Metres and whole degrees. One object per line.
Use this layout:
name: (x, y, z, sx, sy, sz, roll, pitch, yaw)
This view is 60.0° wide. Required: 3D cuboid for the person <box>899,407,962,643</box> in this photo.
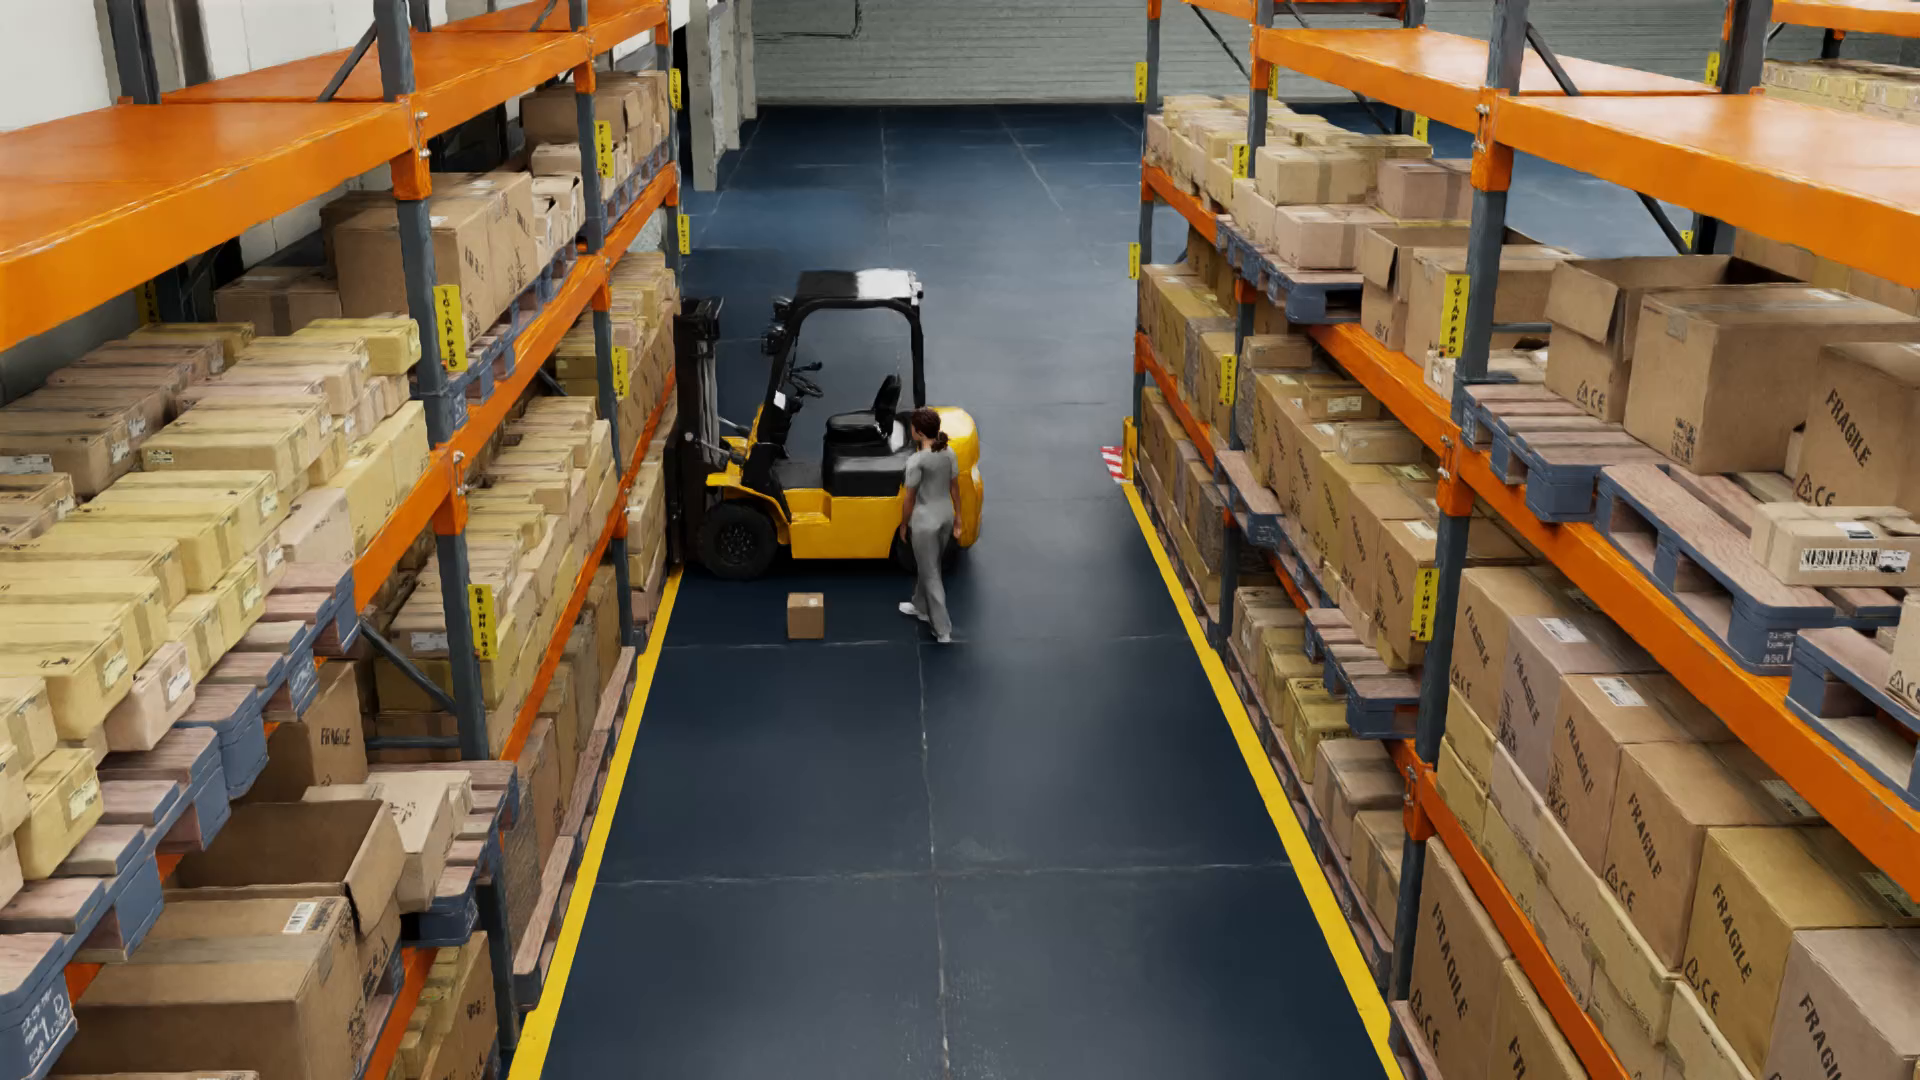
person: (-0.300, -0.143, 11.450, 0.463, 1.669, 0.647, -18, 27, -40)
